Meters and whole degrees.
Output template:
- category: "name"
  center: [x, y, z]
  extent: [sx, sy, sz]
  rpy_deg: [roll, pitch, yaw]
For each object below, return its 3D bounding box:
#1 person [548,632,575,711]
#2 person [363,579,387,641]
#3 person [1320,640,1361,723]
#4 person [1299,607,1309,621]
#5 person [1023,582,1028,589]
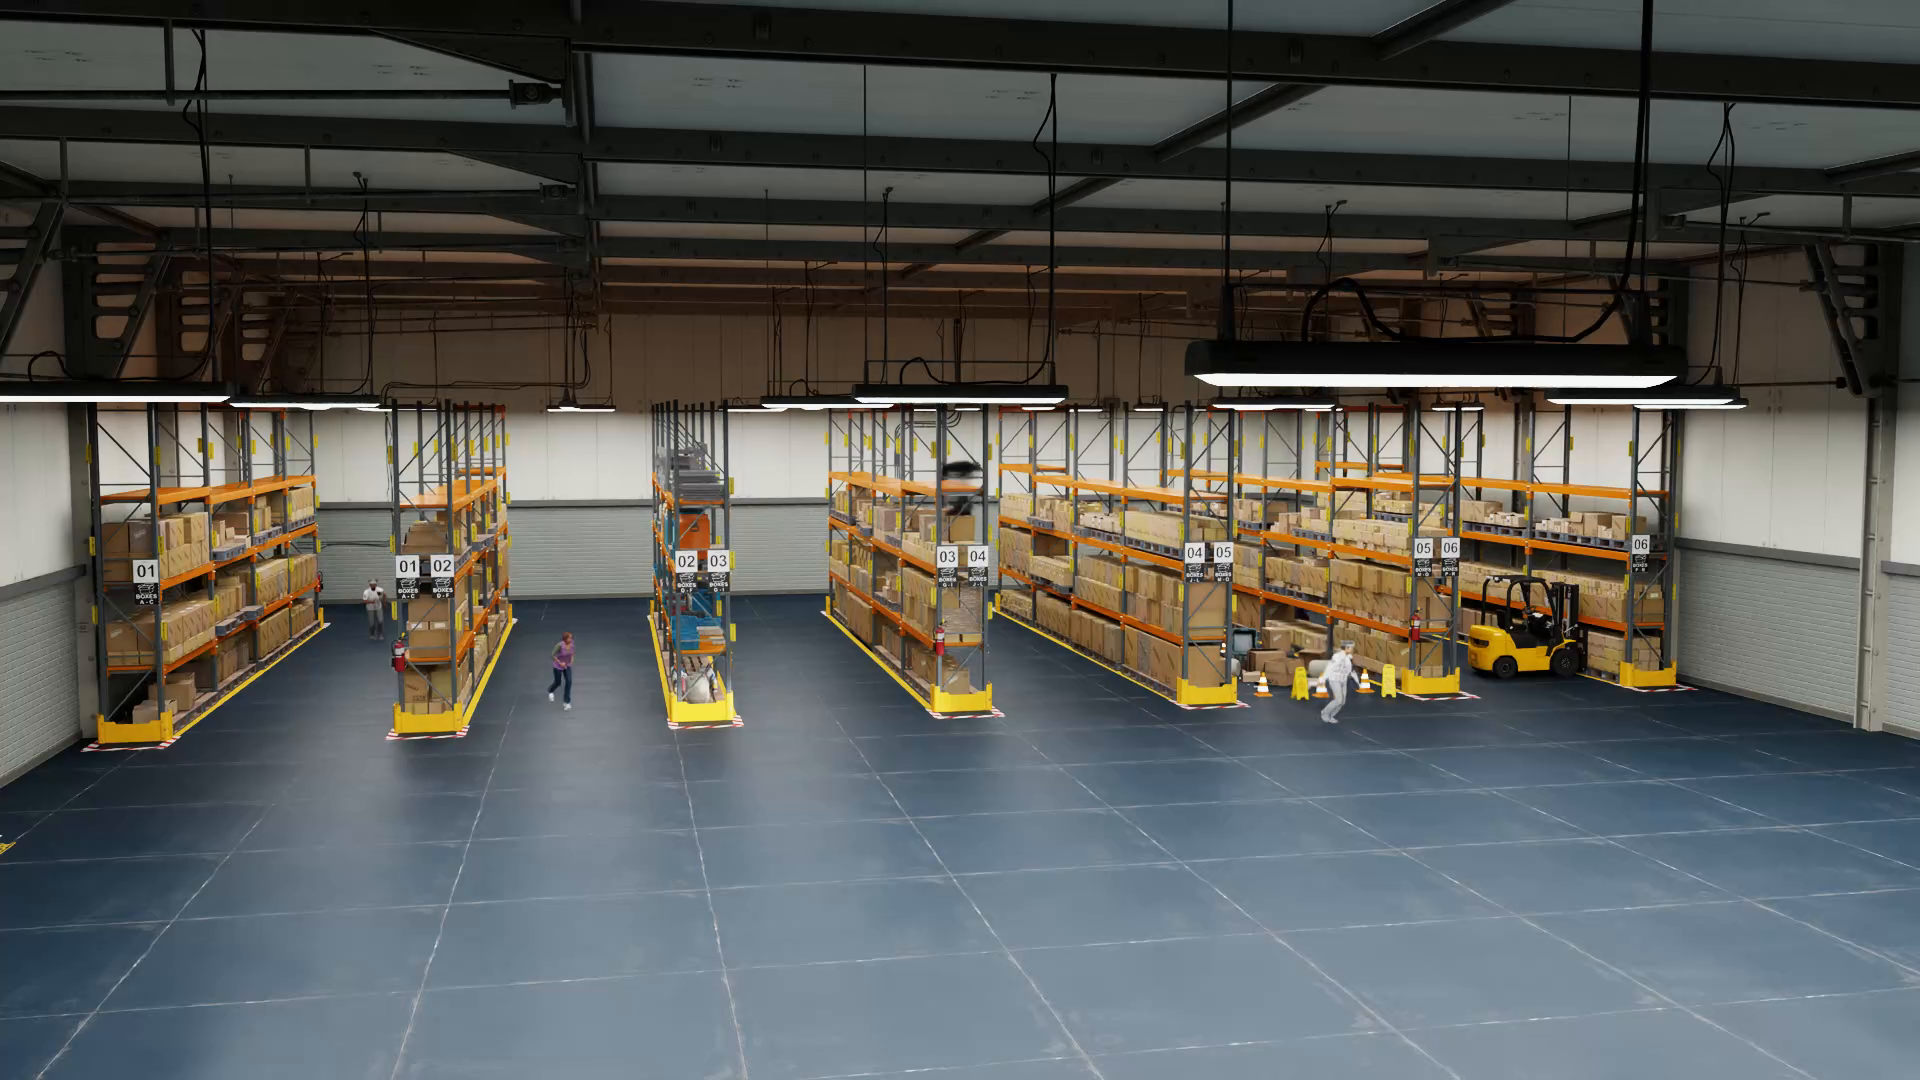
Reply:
- category: "person"
  center: [-7.826, 2.527, 32.530]
  extent: [0.569, 1.549, 0.917]
  rpy_deg: [-4, 6, -44]
- category: "person"
  center: [-14.782, 1.758, 42.031]
  extent: [0.585, 1.611, 0.915]
  rpy_deg: [-2, 5, -24]
- category: "person"
  center: [7.015, 2.611, 30.662]
  extent: [0.587, 1.574, 0.620]
  rpy_deg: [-3, 5, -37]
- category: "person"
  center: [9.203, 1.576, 44.666]
  extent: [0.611, 1.581, 0.537]
  rpy_deg: [-1, 4, -13]
- category: "person"
  center: [2.134, 1.195, 49.803]
  extent: [0.697, 1.586, 0.555]
  rpy_deg: [-2, 5, -23]
